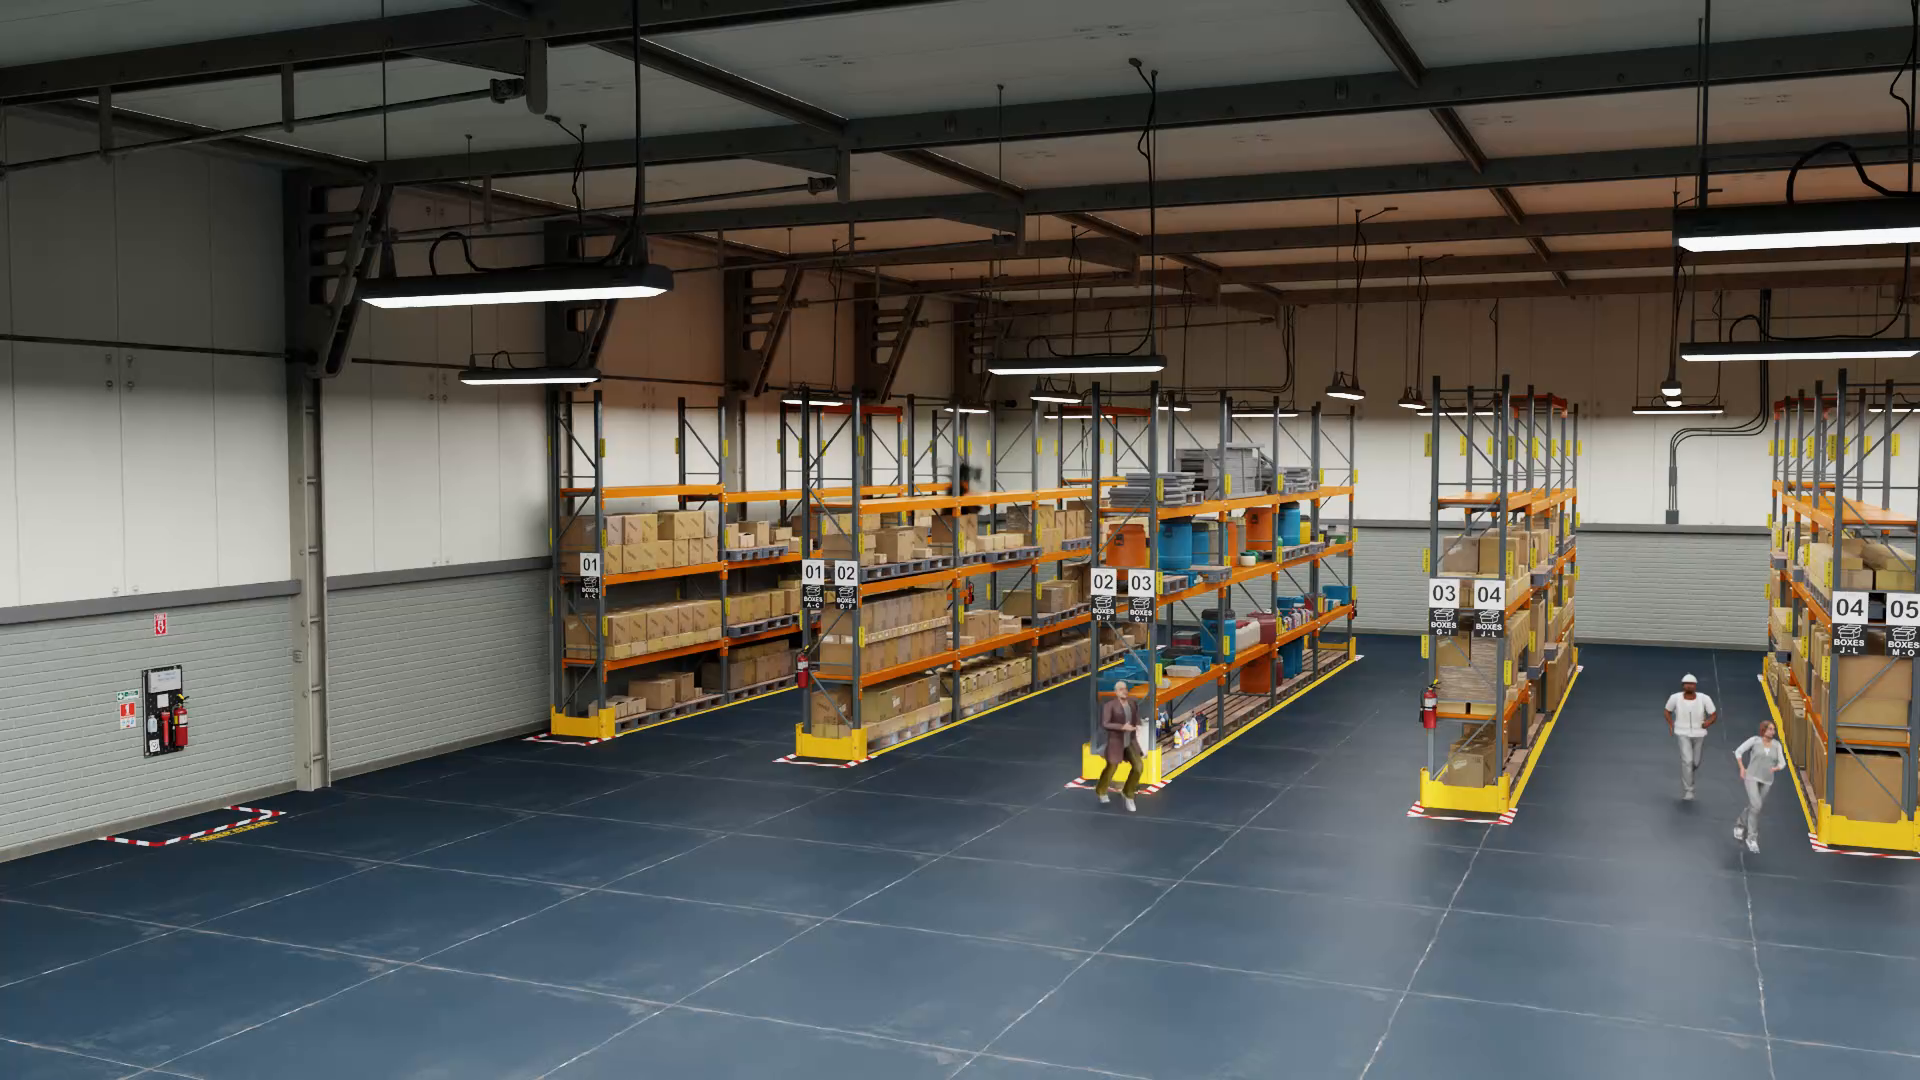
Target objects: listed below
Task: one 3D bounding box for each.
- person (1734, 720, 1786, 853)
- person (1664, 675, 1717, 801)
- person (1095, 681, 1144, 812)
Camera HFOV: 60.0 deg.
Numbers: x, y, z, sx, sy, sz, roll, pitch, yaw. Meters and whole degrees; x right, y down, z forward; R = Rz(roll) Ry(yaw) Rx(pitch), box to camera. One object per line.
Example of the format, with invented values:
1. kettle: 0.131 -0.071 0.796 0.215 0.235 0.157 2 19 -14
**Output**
1. person: 10.062 3.062 20.905 0.523 1.619 0.695 0 3 -1
2. person: 10.512 2.810 23.925 0.690 1.765 0.837 1 3 18
3. person: 2.243 2.845 23.028 0.728 1.807 0.963 -1 3 -24
